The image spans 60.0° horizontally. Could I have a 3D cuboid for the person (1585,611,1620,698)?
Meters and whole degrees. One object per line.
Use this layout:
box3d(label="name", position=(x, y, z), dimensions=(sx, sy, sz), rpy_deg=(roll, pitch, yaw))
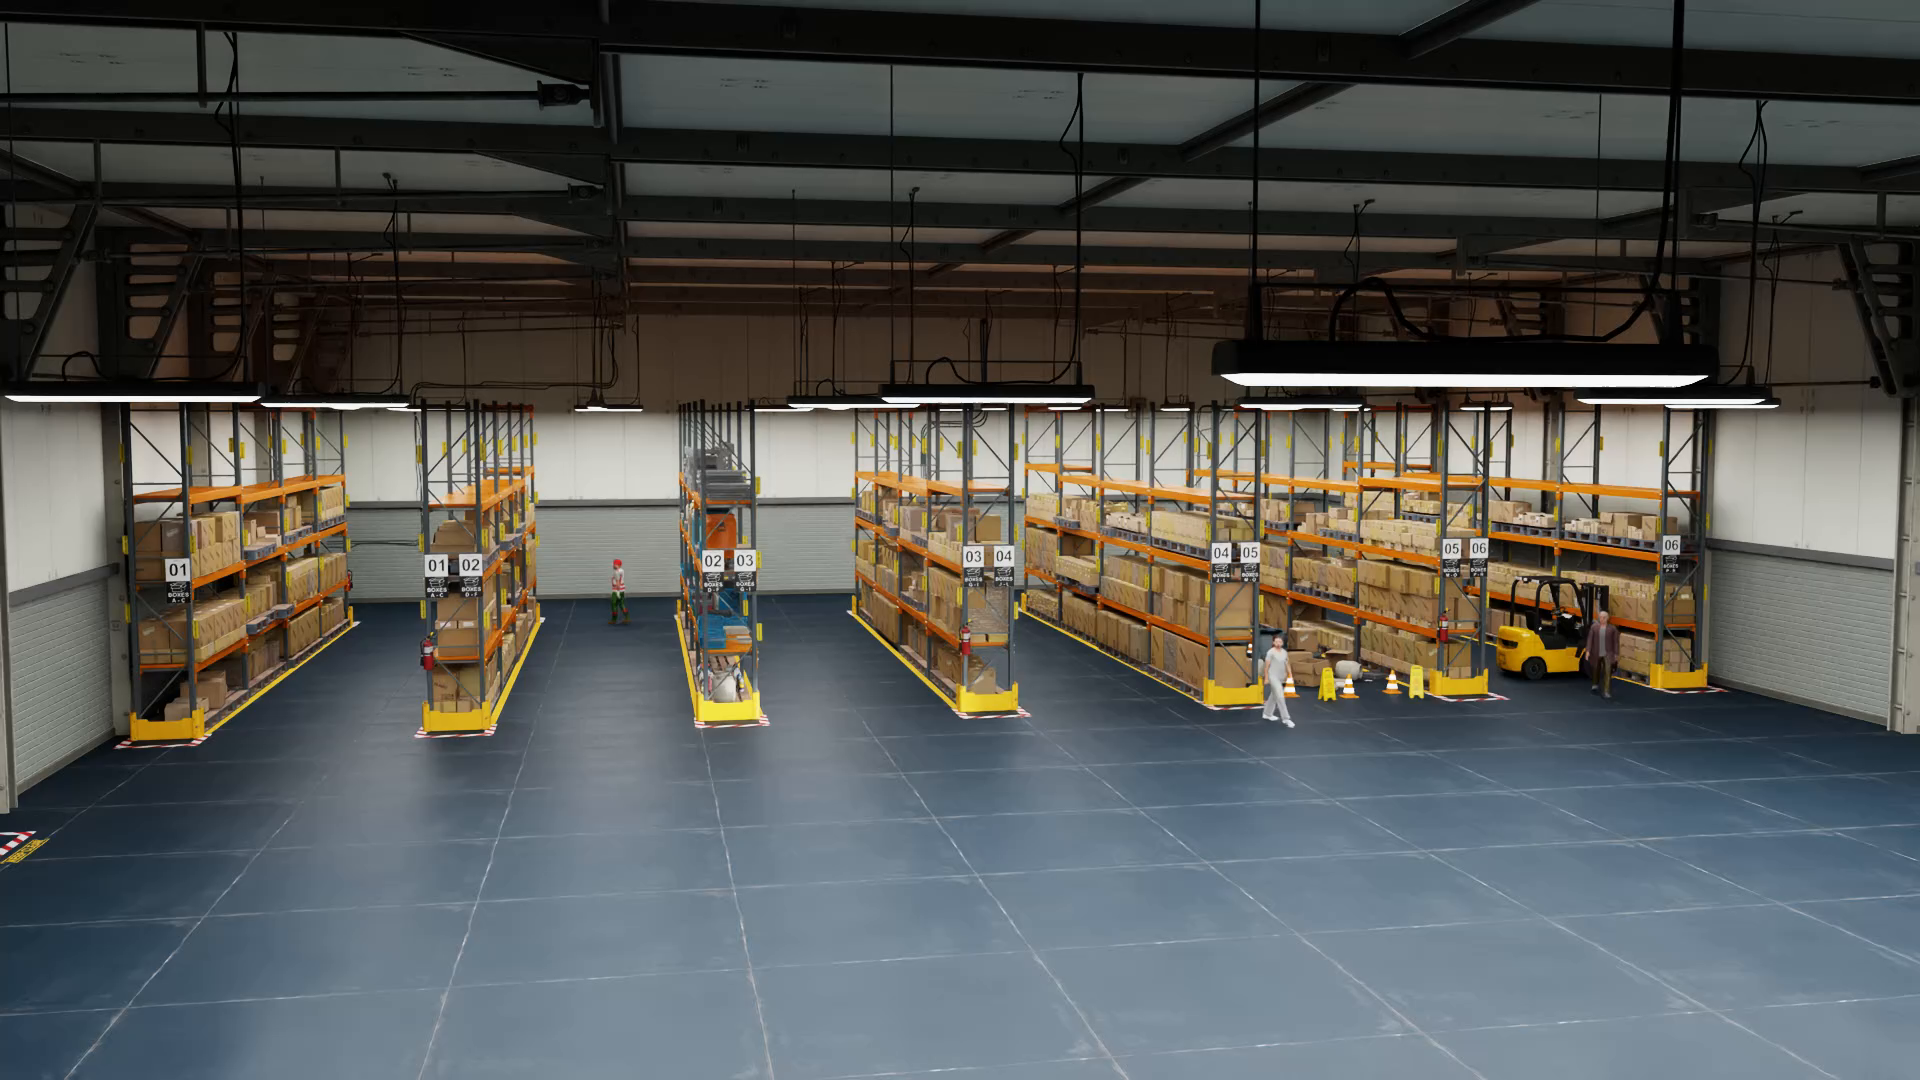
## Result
box3d(label="person", position=(13.027, 2.326, 33.724), dimensions=(0.660, 1.669, 1.202), rpy_deg=(1, 5, 18))

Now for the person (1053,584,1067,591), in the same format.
box3d(label="person", position=(3.030, 1.059, 50.768), dimensions=(0.925, 1.640, 0.438), rpy_deg=(-3, 5, -37))

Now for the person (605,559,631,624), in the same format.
box3d(label="person", position=(-9.372, 1.423, 45.467), dimensions=(0.728, 1.799, 0.588), rpy_deg=(1, 4, 13))

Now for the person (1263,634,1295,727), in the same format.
box3d(label="person", position=(5.905, 2.577, 30.730), dimensions=(0.467, 1.629, 0.870), rpy_deg=(-3, 5, -34))
